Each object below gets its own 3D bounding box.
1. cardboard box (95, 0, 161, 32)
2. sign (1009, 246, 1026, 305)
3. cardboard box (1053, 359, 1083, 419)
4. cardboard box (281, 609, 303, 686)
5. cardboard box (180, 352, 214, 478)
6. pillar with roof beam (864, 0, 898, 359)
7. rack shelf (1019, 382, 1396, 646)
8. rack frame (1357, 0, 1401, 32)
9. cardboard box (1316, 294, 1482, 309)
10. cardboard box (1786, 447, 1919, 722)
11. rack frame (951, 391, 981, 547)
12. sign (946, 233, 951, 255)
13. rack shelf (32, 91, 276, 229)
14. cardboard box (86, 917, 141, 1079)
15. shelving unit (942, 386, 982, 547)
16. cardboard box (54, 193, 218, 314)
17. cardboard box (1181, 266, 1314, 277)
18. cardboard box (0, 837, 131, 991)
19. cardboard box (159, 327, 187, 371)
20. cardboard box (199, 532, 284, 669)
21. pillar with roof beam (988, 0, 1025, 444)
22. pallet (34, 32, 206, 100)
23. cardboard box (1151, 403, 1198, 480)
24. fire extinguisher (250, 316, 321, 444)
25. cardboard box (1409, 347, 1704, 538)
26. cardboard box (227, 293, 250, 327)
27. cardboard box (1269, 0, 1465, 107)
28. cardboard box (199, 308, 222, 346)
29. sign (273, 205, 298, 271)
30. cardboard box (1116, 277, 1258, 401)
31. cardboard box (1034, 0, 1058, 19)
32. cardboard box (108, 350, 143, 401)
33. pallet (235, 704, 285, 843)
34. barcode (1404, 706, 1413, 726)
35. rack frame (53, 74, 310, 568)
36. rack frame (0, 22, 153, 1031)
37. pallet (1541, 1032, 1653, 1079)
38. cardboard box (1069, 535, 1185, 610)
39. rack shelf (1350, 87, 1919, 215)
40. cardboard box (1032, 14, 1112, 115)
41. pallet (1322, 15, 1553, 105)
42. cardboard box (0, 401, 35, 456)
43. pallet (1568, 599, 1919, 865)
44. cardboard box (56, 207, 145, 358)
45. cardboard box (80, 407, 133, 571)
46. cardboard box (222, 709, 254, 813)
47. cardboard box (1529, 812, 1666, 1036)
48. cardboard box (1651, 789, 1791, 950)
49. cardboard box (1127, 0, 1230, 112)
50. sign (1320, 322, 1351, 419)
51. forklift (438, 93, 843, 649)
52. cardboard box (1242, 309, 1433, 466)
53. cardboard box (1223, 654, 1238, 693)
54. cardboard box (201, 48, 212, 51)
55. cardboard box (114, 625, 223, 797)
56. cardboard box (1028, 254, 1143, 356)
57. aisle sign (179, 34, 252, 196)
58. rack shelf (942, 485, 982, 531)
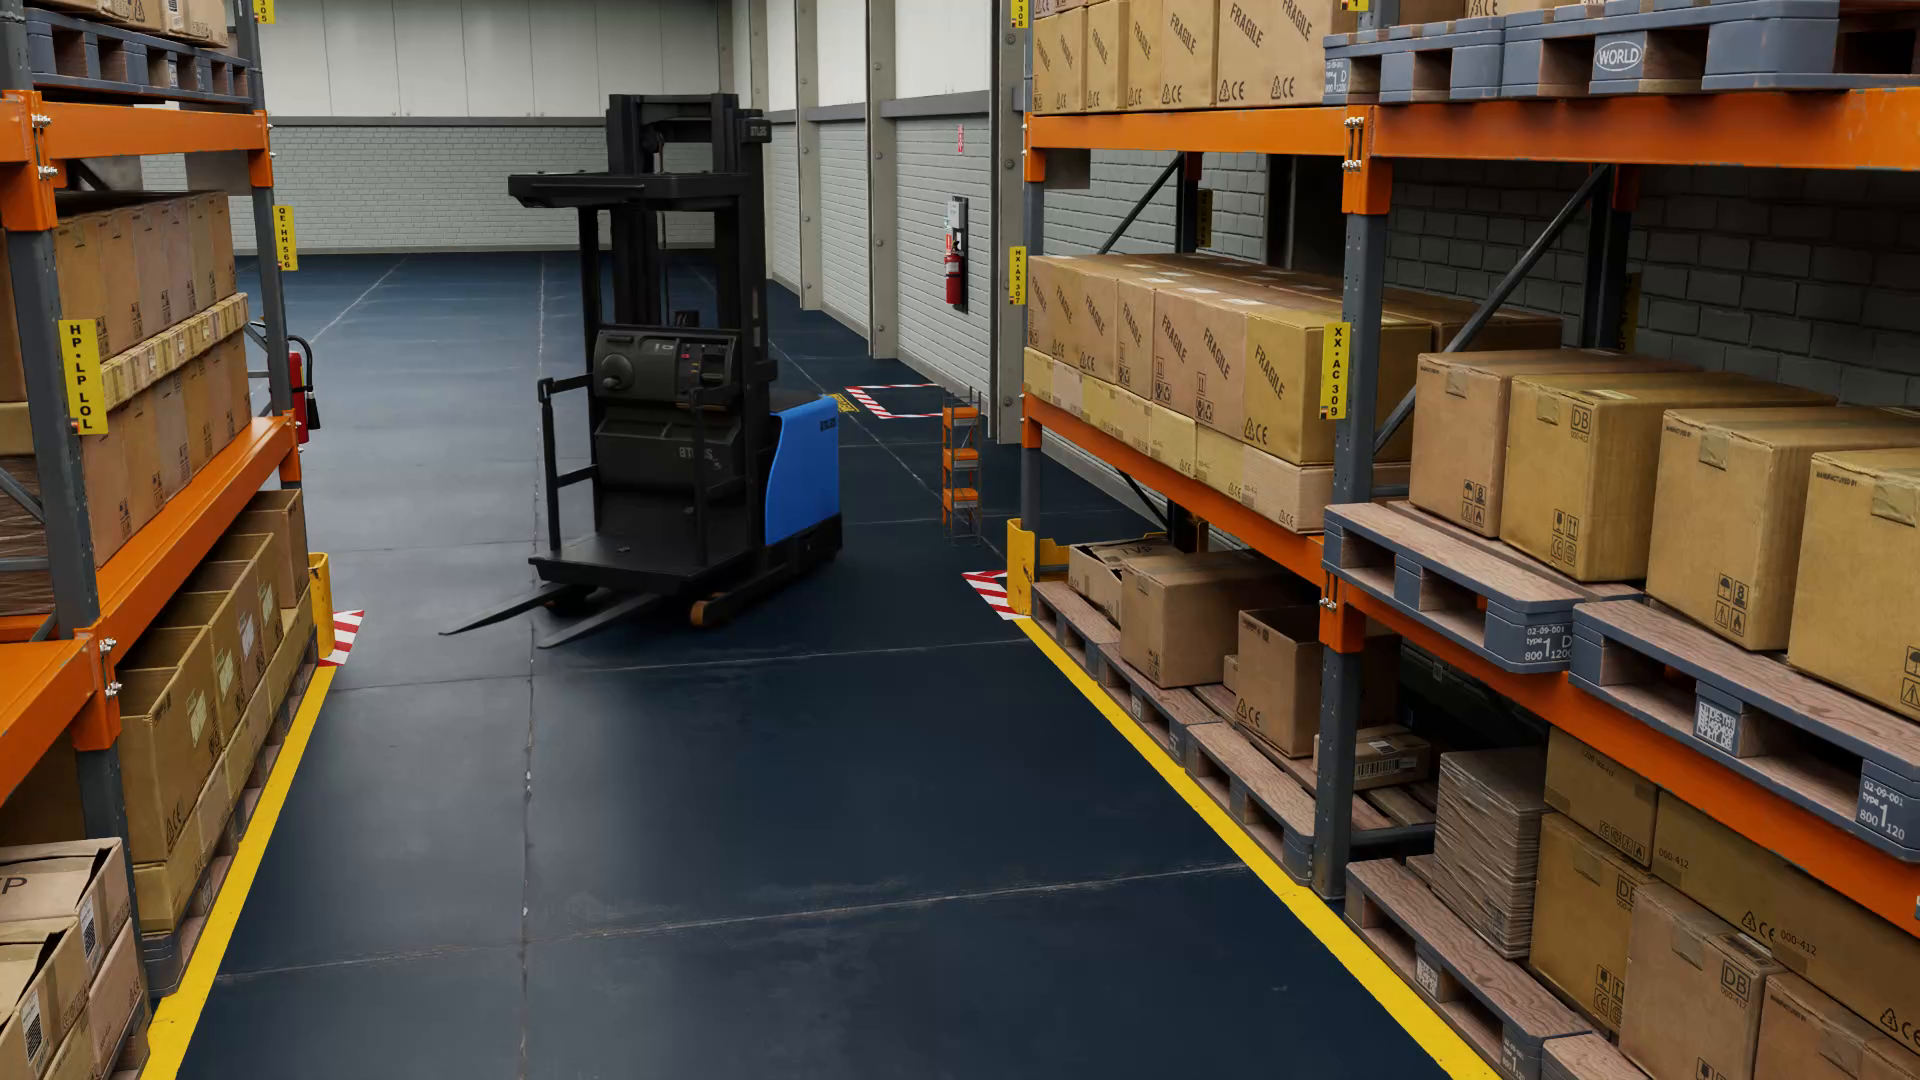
[{"bbox_3d":[-3.282,-2.071,5.867,0.797,0.503,0.637,-2,14,-7],"label":"cardboard box"},{"bbox_3d":[0.329,-1.495,9.402,0.100,0.325,0.005,-3,14,-13],"label":"sign"},{"bbox_3d":[0.798,-0.792,8.624,0.500,0.250,0.500,-4,14,-15],"label":"cardboard box"},{"bbox_3d":[-3.415,0.526,7.863,0.500,0.250,0.500,-3,14,-13],"label":"cardboard box"},{"bbox_3d":[-3.621,-0.532,7.074,0.700,0.500,0.500,-3,14,-13],"label":"cardboard box"},{"bbox_3d":[-5.141,-6.434,18.802,9.100,9.000,0.400,-3,14,-13],"label":"pillar with roof beam"},{"bbox_3d":[1.326,-0.294,7.825,1.077,0.370,4.000,-3,14,-13],"label":"rack shelf"},{"bbox_3d":[1.796,-3.096,5.140,1.000,3.000,0.127,-3,14,-13],"label":"rack frame"},{"bbox_3d":[1.771,-0.723,6.759,0.500,0.500,0.500,-3,14,-13],"label":"cardboard box"},{"bbox_3d":[2.301,0.084,3.623,0.700,0.500,0.500,-3,14,-13],"label":"cardboard box"},{"bbox_3d":[0.041,-0.470,11.137,0.200,1.050,0.008,-3,14,-13],"label":"rack frame"},{"bbox_3d":[-0.120,-3.098,17.714,0.001,0.329,0.234,-3,14,-13],"label":"sign"},{"bbox_3d":[-3.488,-1.474,6.336,1.077,0.370,4.000,-3,14,-13],"label":"rack shelf"},{"bbox_3d":[-2.639,1.306,4.669,0.500,0.250,0.500,-3,14,-14],"label":"cardboard box"},{"bbox_3d":[0.013,-0.498,11.252,0.215,1.050,0.252,-3,14,-13],"label":"shelving unit"},{"bbox_3d":[-3.719,-1.265,7.340,0.700,0.500,0.500,-4,14,-15],"label":"cardboard box"},{"bbox_3d":[1.408,-1.073,8.194,0.500,0.500,0.500,-4,14,-15],"label":"cardboard box"},{"bbox_3d":[-2.644,1.032,4.611,0.500,0.311,0.500,-3,14,-13],"label":"cardboard box"},{"bbox_3d":[-3.316,-0.756,6.625,0.380,0.149,0.250,-3,14,-14],"label":"cardboard box"},{"bbox_3d":[-3.293,0.277,7.303,0.500,0.500,0.500,-3,14,-13],"label":"cardboard box"},{"bbox_3d":[-3.732,-5.050,13.136,9.100,9.000,0.400,-3,14,-13],"label":"pillar with roof beam"},{"bbox_3d":[-3.527,-1.795,6.322,1.003,0.211,1.213,-3,14,-13],"label":"pallet"},{"bbox_3d":[1.148,-0.442,7.189,0.500,0.250,0.500,-3,14,-13],"label":"cardboard box"},{"bbox_3d":[-3.534,-0.843,8.722,0.296,0.674,0.183,-3,14,-13],"label":"fire extinguisher"},{"bbox_3d":[1.882,-0.325,5.299,0.700,0.500,0.500,-3,14,-13],"label":"cardboard box"},{"bbox_3d":[-3.683,-1.114,8.089,0.380,0.149,0.250,-4,14,-14],"label":"cardboard box"},{"bbox_3d":[1.437,-1.801,5.904,0.500,0.500,0.500,-3,14,-12],"label":"cardboard box"},{"bbox_3d":[-3.503,-0.936,7.362,0.380,0.149,0.250,-3,14,-12],"label":"cardboard box"},{"bbox_3d":[-3.427,-1.532,8.440,0.100,0.325,0.005,-3,14,-13],"label":"sign"},{"bbox_3d":[1.031,-0.926,7.593,0.500,0.500,0.500,-3,14,-11],"label":"cardboard box"},{"bbox_3d":[0.711,-3.003,8.721,0.500,0.500,0.500,-4,14,-17],"label":"cardboard box"},{"bbox_3d":[-3.134,-0.577,5.891,0.380,0.149,0.250,-4,14,-15],"label":"cardboard box"},{"bbox_3d":[-3.454,0.982,6.964,1.003,0.211,1.213,-3,14,-13],"label":"pallet"},{"bbox_3d":[1.888,0.742,7.000,0.001,0.075,0.075,-3,14,-13],"label":"barcode"},{"bbox_3d":[-3.958,-0.828,8.495,1.000,3.000,0.127,-3,14,-13],"label":"rack frame"},{"bbox_3d":[-3.018,0.095,4.718,1.000,3.000,0.127,-3,14,-13],"label":"rack frame"},{"bbox_3d":[2.270,1.634,4.293,1.003,0.211,1.213,-3,14,-13],"label":"pallet"},{"bbox_3d":[0.932,0.152,9.222,0.500,0.311,0.500,-5,15,-20],"label":"cardboard box"},{"bbox_3d":[2.266,-0.828,3.692,1.077,0.370,4.000,-3,14,-13],"label":"rack shelf"},{"bbox_3d":[0.692,-2.529,8.886,0.500,0.500,0.500,-3,14,-12],"label":"cardboard box"},{"bbox_3d":[1.837,-1.400,4.911,1.213,0.211,1.003,-3,14,-13],"label":"pallet"},{"bbox_3d":[-2.893,-0.341,4.927,0.380,0.149,0.250,-3,14,-13],"label":"cardboard box"},{"bbox_3d":[2.231,0.380,3.957,1.003,0.211,1.213,-3,14,-13],"label":"pallet"},{"bbox_3d":[-3.365,-0.918,5.919,0.700,0.500,0.500,-3,14,-13],"label":"cardboard box"},{"bbox_3d":[-3.259,-0.177,5.620,0.700,0.500,0.500,-3,14,-14],"label":"cardboard box"},{"bbox_3d":[-3.057,0.872,6.448,0.500,0.250,0.500,-3,14,-13],"label":"cardboard box"},{"bbox_3d":[2.155,1.104,4.928,0.700,0.500,0.500,-4,14,-14],"label":"cardboard box"},{"bbox_3d":[2.218,0.844,4.410,0.500,0.250,0.500,-4,14,-15],"label":"cardboard box"},{"bbox_3d":[1.056,-2.161,7.380,0.500,0.500,0.500,-2,14,-10],"label":"cardboard box"},{"bbox_3d":[1.270,-0.570,5.618,0.100,0.325,0.005,-3,14,-13],"label":"sign"},{"bbox_3d":[-1.797,-1.032,9.474,1.130,2.935,3.031,6,15,22],"label":"forklift"},{"bbox_3d":[1.384,-0.575,6.154,0.500,0.500,0.500,-3,14,-13],"label":"cardboard box"},{"bbox_3d":[1.440,0.619,7.653,0.380,0.149,0.250,-4,14,-18],"label":"cardboard box"},{"bbox_3d":[-3.827,-2.474,7.517,0.797,0.503,0.637,-2,14,-9],"label":"cardboard box"},{"bbox_3d":[-2.948,0.623,5.885,0.500,0.500,0.500,-3,14,-13],"label":"cardboard box"},{"bbox_3d":[0.677,-1.279,9.036,0.500,0.500,0.500,-3,14,-13],"label":"cardboard box"},{"bbox_3d":[-3.688,-2.122,8.315,0.394,0.787,0.004,-3,14,-13],"label":"aisle sign"},{"bbox_3d":[0.013,-0.217,11.320,0.215,0.259,0.240,-3,14,-13],"label":"rack shelf"}]
